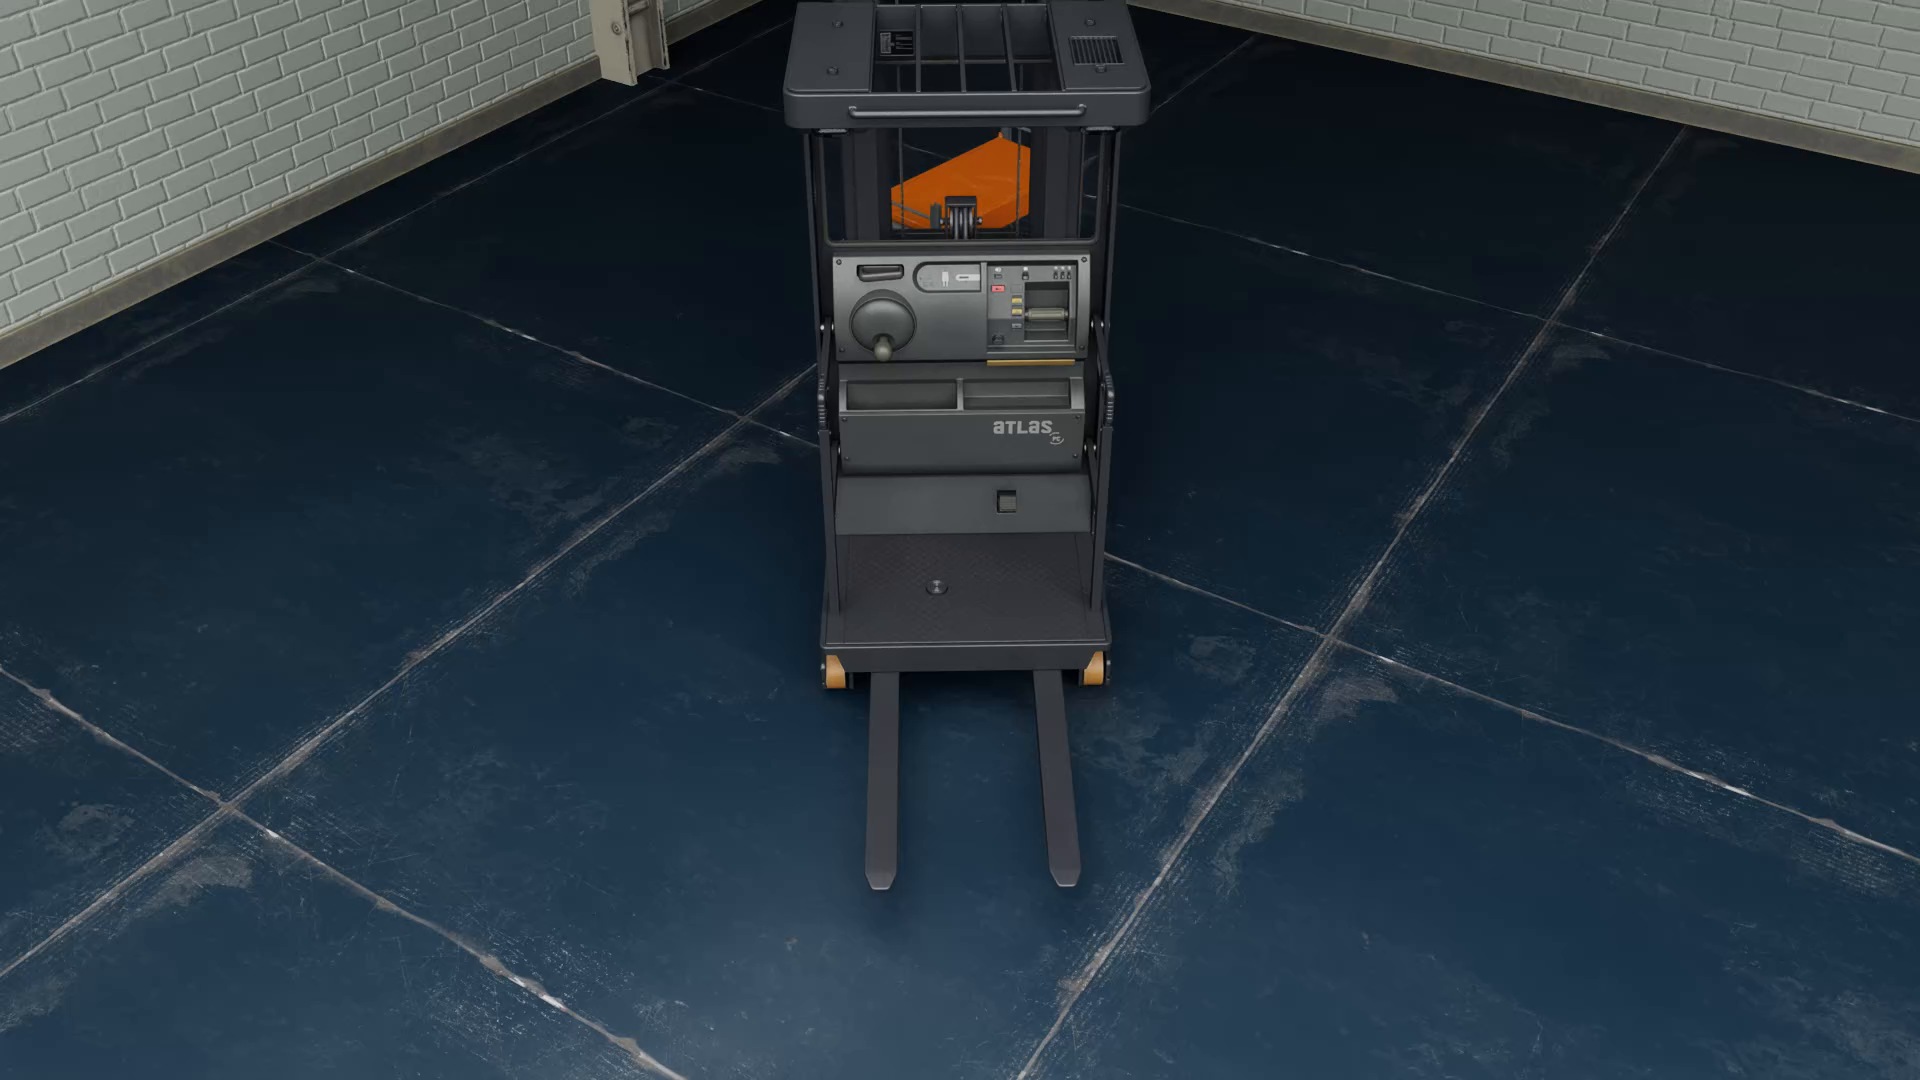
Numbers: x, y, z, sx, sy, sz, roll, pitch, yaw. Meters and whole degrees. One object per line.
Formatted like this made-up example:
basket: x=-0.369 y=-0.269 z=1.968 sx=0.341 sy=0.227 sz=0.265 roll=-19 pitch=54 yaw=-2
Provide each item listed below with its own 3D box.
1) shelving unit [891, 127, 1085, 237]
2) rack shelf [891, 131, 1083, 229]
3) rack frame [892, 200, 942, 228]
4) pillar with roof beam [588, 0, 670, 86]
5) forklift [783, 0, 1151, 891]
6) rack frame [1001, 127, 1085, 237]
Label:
shelving unit: x=0.062 y=-1.359 z=8.091 sx=0.538 sy=1.125 sz=1.048 roll=29 pitch=46 yaw=32
rack shelf: x=0.062 y=-1.591 z=7.913 sx=0.538 sy=0.278 sz=1.000 roll=29 pitch=46 yaw=32
rack frame: x=-0.277 y=-1.127 z=7.791 sx=0.500 sy=1.125 sz=0.032 roll=29 pitch=46 yaw=32
pillar with roof beam: x=1.400 y=-5.372 z=6.849 sx=9.100 sy=9.000 sz=0.400 roll=21 pitch=42 yaw=25
forklift: x=0.013 y=-0.776 z=5.856 sx=1.130 sy=2.935 sz=3.031 roll=-1 pitch=38 yaw=-1
rack frame: x=0.400 y=-1.590 z=8.392 sx=0.500 sy=1.125 sz=0.032 roll=29 pitch=46 yaw=32
